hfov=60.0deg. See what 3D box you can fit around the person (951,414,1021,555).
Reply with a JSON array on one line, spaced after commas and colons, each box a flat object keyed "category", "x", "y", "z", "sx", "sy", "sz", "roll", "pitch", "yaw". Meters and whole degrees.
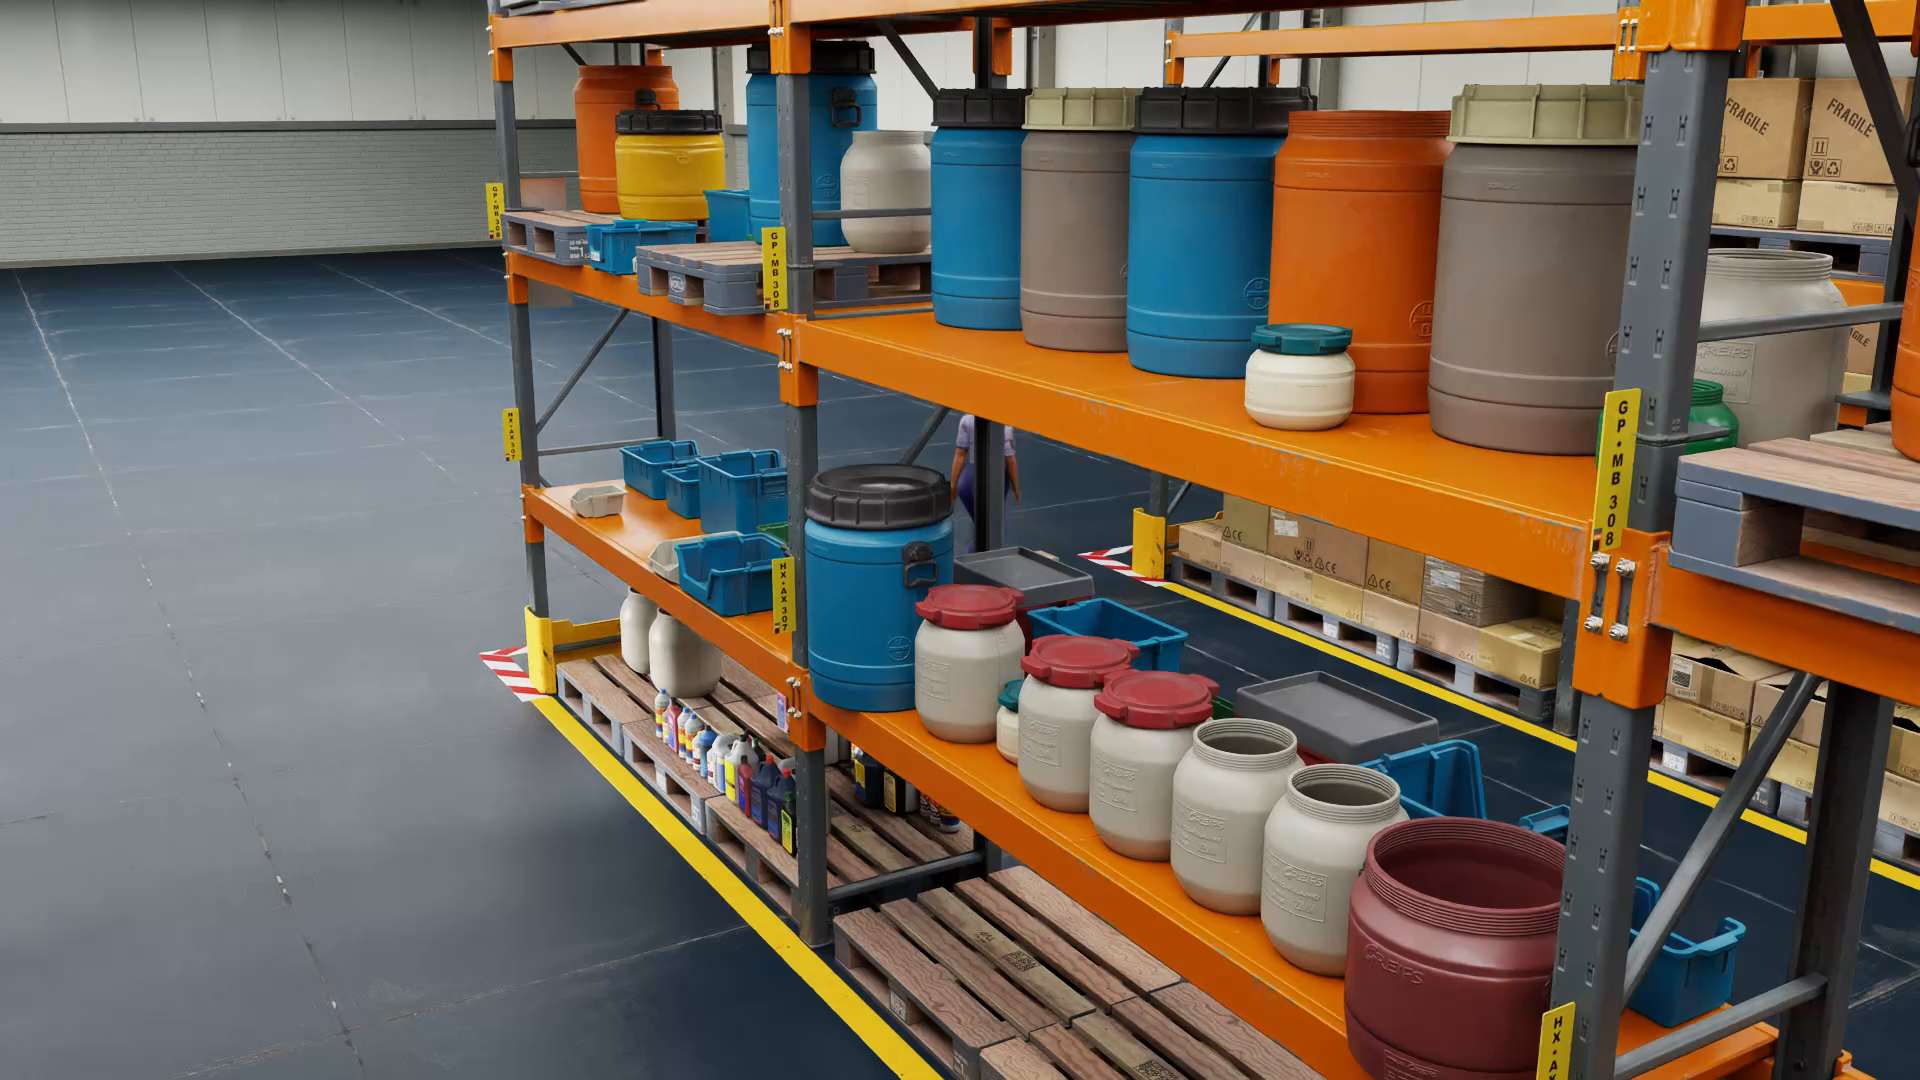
[{"category": "person", "x": 0.258, "y": -0.395, "z": 12.479, "sx": 0.523, "sy": 1.624, "sz": 0.786, "roll": 14, "pitch": 21, "yaw": 43}]
